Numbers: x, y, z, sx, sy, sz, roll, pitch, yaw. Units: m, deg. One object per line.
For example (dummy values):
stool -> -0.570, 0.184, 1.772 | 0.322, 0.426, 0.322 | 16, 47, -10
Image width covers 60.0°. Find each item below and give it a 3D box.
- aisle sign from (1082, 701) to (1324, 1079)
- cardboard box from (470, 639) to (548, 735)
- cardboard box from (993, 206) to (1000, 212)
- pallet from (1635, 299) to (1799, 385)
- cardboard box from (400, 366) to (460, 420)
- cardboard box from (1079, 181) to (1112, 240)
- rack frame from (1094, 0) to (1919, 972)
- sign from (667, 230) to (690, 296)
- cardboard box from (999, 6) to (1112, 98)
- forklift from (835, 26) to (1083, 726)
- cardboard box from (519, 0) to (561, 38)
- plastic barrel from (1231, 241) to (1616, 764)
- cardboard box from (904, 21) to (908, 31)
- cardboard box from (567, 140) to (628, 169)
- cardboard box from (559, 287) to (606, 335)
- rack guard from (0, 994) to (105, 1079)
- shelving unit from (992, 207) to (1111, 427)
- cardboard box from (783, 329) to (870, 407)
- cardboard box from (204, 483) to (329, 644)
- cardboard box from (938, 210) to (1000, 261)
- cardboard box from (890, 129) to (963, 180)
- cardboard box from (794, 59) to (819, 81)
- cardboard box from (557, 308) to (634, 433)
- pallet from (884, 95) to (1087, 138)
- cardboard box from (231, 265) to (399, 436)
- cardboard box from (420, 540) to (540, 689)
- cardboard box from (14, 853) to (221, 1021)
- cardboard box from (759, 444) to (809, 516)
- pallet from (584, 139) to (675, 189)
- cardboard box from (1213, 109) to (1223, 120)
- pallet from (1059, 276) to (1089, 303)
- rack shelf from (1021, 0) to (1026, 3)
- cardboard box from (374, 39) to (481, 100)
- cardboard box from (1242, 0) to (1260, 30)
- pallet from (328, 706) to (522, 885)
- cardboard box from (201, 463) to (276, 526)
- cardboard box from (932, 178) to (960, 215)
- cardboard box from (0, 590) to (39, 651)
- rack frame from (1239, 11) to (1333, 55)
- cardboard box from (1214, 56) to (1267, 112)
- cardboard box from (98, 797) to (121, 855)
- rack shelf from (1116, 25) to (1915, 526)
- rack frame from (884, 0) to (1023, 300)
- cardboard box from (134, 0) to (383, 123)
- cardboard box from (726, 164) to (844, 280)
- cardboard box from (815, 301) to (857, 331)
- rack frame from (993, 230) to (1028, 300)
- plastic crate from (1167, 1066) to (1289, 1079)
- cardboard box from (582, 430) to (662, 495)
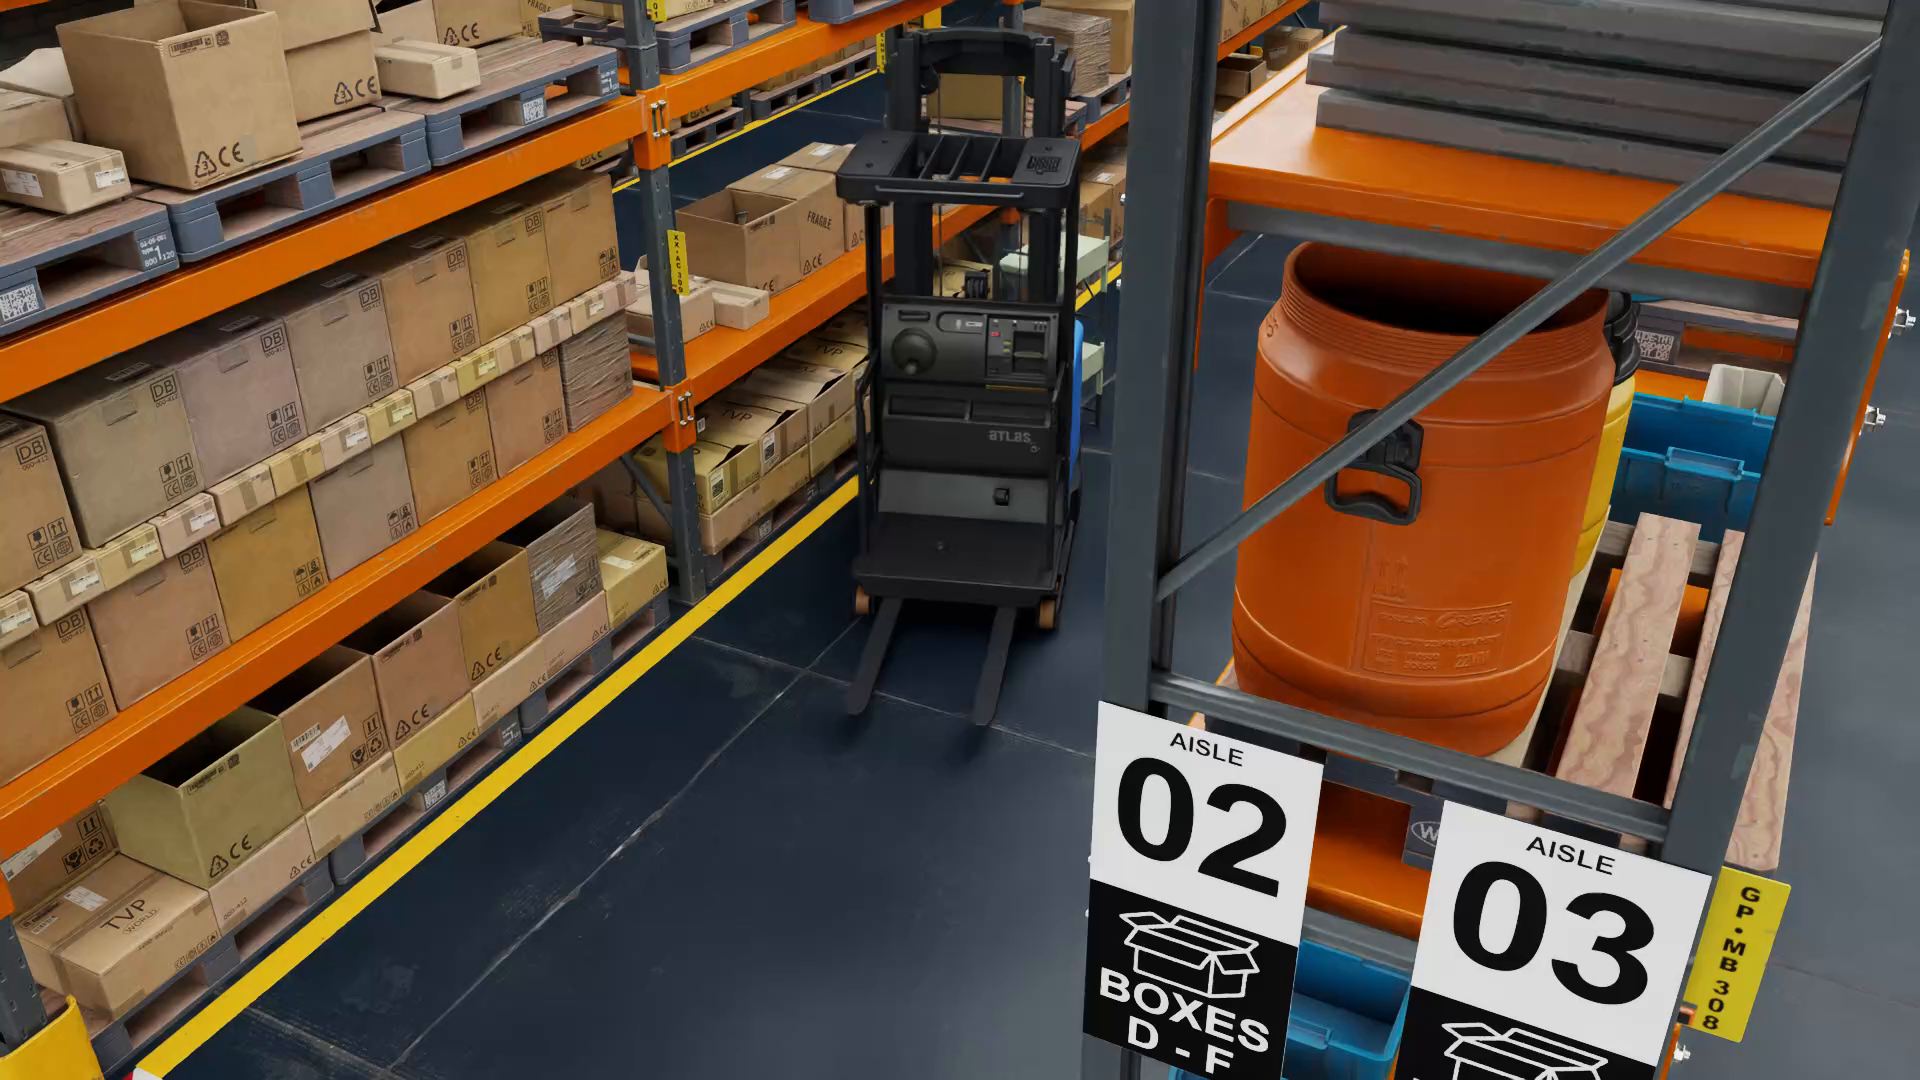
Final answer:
aisle sign -> 0.414, 0.663, 2.973 | 0.394, 0.787, 0.004 | 14, 33, 23
cardboard box -> -2.342, 0.637, 7.968 | 0.500, 0.250, 0.500 | 14, 33, 23
cardboard box -> 0.187, -2.772, 12.880 | 0.500, 0.250, 0.500 | 16, 33, 25
pallet -> 2.292, -0.824, 5.351 | 1.213, 0.211, 1.003 | 14, 33, 23
cardboard box -> -2.387, -0.666, 7.145 | 0.380, 0.149, 0.250 | 15, 33, 25
cardboard box -> 0.876, -2.544, 13.237 | 0.500, 0.500, 0.500 | 14, 33, 23
rack frame -> 0.712, -0.776, 2.064 | 1.000, 3.000, 0.127 | 14, 33, 23
sign -> -1.379, -1.357, 8.152 | 0.100, 0.325, 0.005 | 14, 33, 23
cardboard box -> 0.721, -3.738, 12.725 | 0.700, 0.500, 0.500 | 21, 36, 32
forklift -> 0.019, -0.979, 8.512 | 1.130, 2.935, 3.031 | 4, 30, 7
cardboard box -> -3.767, -4.536, 14.218 | 0.500, 0.500, 0.500 | 15, 33, 25
plastic barrel -> 0.820, -0.087, 3.025 | 0.600, 0.830, 0.708 | 14, 33, 23
cardboard box -> -1.049, -6.280, 19.762 | 0.700, 0.500, 0.500 | 14, 33, 23
cardboard box -> -3.607, -3.901, 15.268 | 0.750, 0.750, 0.750 | 14, 33, 23
cardboard box -> -1.922, -1.119, 7.935 | 0.380, 0.149, 0.250 | 14, 33, 22
rack guard -> -3.707, 1.795, 6.122 | 1.175, 0.500, 0.348 | 14, 33, 23
shelving unit -> 0.570, -1.304, 10.514 | 0.431, 1.500, 0.755 | 17, 34, 27
cardboard box -> -0.765, -1.114, 10.454 | 0.500, 0.311, 0.500 | 15, 33, 25
cardboard box -> -3.006, 0.000, 6.637 | 0.700, 0.500, 0.500 | 15, 33, 24
cardboard box -> 0.165, -2.421, 13.021 | 0.500, 0.500, 0.500 | 16, 33, 25
cardboard box -> -0.256, -2.656, 11.452 | 0.500, 0.311, 0.500 | 16, 34, 26
cardboard box -> -1.977, -5.370, 18.177 | 0.700, 0.500, 0.500 | 14, 33, 23
cardboard box -> -2.071, -0.918, 8.236 | 0.700, 0.500, 0.500 | 13, 32, 22
pallet -> 0.195, -3.079, 12.292 | 1.213, 0.211, 1.003 | 14, 33, 23
cardboard box -> -2.756, -0.813, 6.750 | 0.700, 0.500, 0.500 | 14, 33, 23
cardboard box -> -2.353, 0.309, 7.786 | 0.500, 0.500, 0.500 | 14, 33, 23
cardboard box -> -3.254, 1.524, 6.424 | 0.500, 0.250, 0.500 | 14, 33, 23
cardboard box -> -1.236, -0.411, 9.793 | 0.500, 0.250, 0.500 | 15, 33, 24
pallet -> -3.480, -3.630, 15.859 | 1.003, 0.211, 1.213 | 14, 33, 23
cardboard box -> 2.539, -4.104, 16.288 | 0.380, 0.166, 0.250 | 14, 33, 23
pallet -> 0.322, -1.959, 12.950 | 1.003, 0.211, 1.213 | 14, 33, 23
rack shelf -> 0.859, -4.721, 12.670 | 1.077, 0.370, 4.000 | 14, 33, 23
cardboard box -> -2.180, -1.911, 6.743 | 0.380, 0.149, 0.250 | 14, 33, 23
cardboard box -> 2.476, -5.054, 15.439 | 0.500, 0.500, 0.500 | 15, 33, 24
pallet -> -2.828, 1.022, 7.757 | 1.003, 0.211, 1.213 | 14, 33, 23
cardboard box -> -2.857, -0.207, 6.347 | 0.380, 0.149, 0.250 | 13, 32, 22
cardboard box -> -0.216, -2.276, 10.953 | 0.380, 0.149, 0.250 | 14, 33, 23
cardboard box -> -3.326, 0.251, 5.549 | 0.380, 0.149, 0.250 | 14, 33, 23
rack frame -> 3.593, -6.392, 17.870 | 1.000, 3.000, 0.127 | 14, 33, 23
cardboard box -> 2.622, -4.561, 16.746 | 0.797, 0.503, 0.637 | 14, 33, 23
cardboard box -> -3.498, 1.182, 7.019 | 0.500, 0.250, 0.500 | 14, 33, 23
rack shelf -> 1.623, -1.177, 3.887 | 1.077, 0.370, 4.000 | 14, 33, 23
rack frame -> -0.052, -2.846, 11.694 | 1.000, 3.000, 0.127 | 14, 33, 23
cardboard box -> -2.736, -1.960, 6.472 | 0.797, 0.503, 0.637 | 18, 35, 29
cardboard box -> -1.041, -1.908, 9.961 | 0.500, 0.500, 0.500 | 14, 33, 23
cardboard box -> -1.018, -1.453, 11.044 | 0.500, 0.311, 0.500 | 13, 32, 22
rack frame -> 0.376, -1.149, 10.244 | 0.400, 1.500, 0.023 | 17, 34, 27
plastic crate -> 0.673, 1.601, 4.100 | 0.499, 0.251, 0.616 | 14, 33, 23
cardboard box -> -1.945, -0.550, 9.472 | 0.500, 0.311, 0.500 | 14, 33, 23
